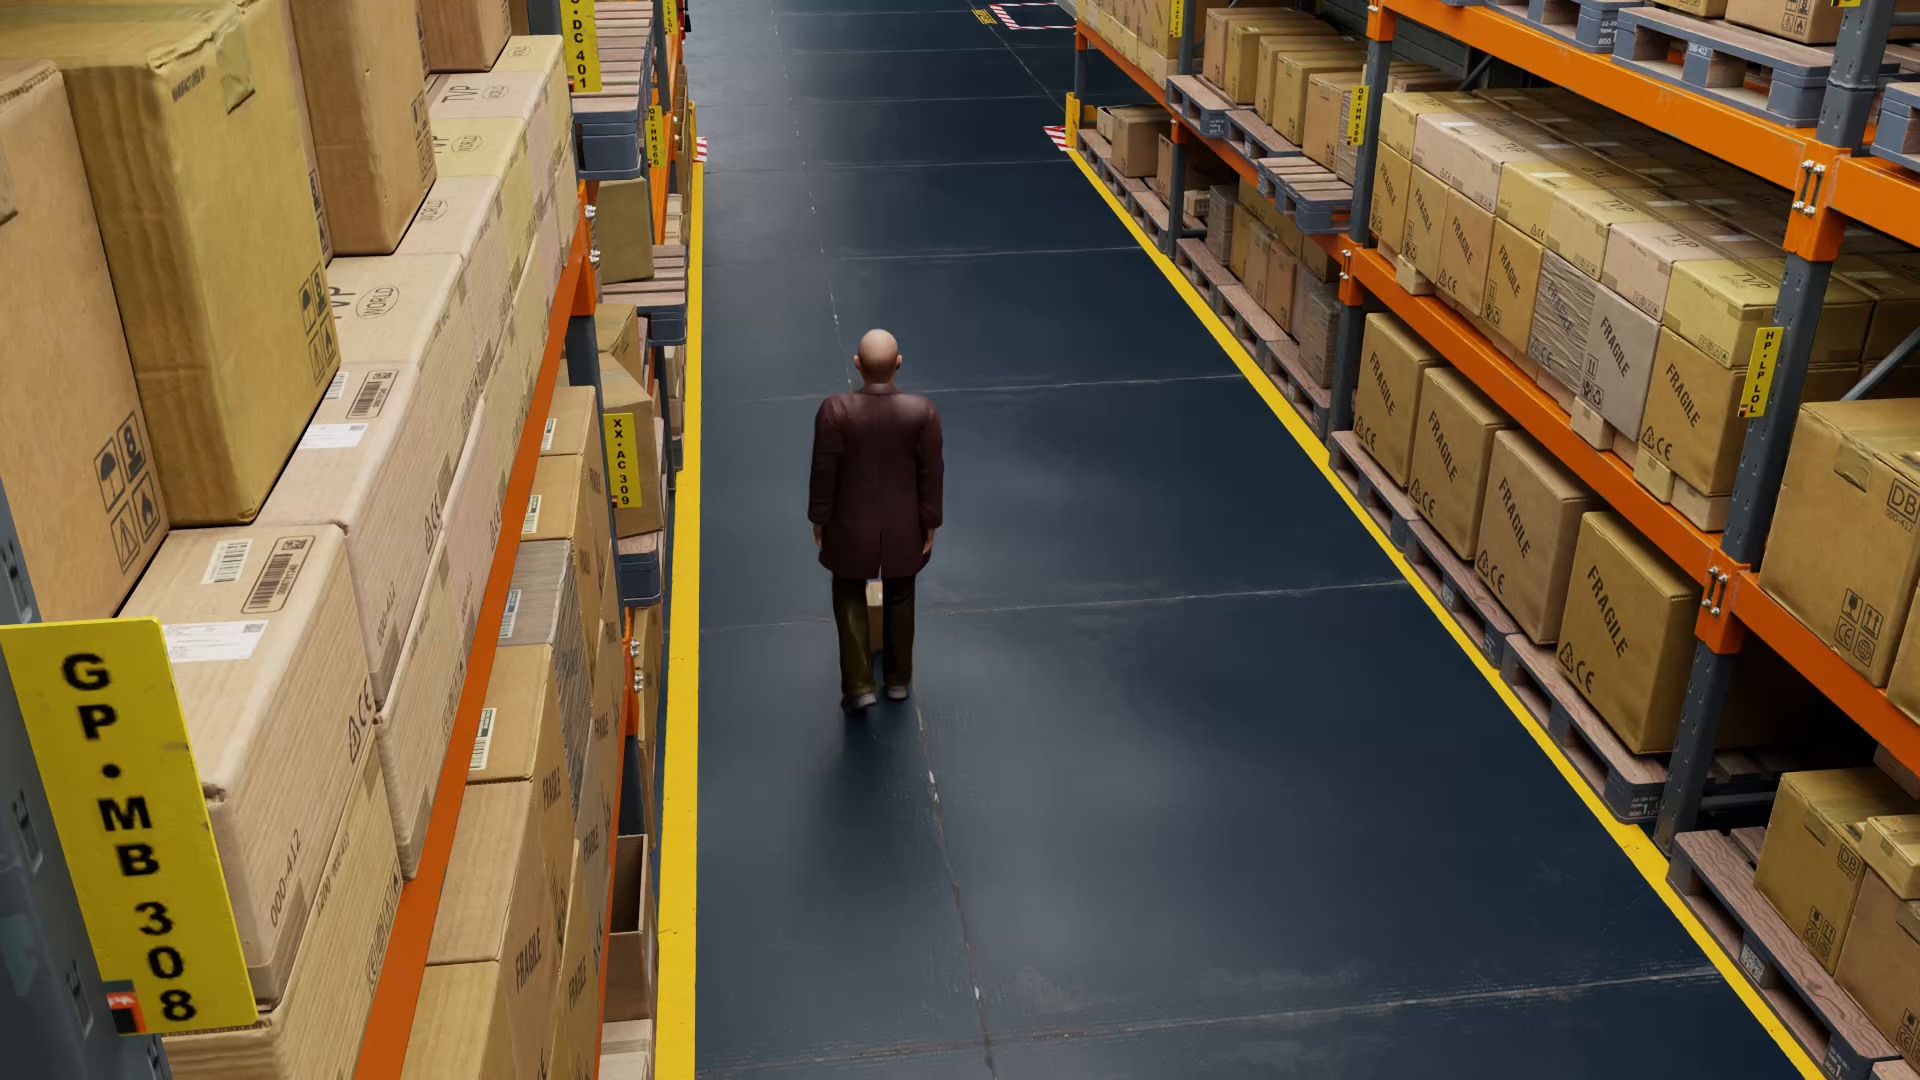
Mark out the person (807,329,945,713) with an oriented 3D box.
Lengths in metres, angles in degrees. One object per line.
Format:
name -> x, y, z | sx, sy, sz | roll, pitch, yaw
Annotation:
person -> -0.372, -0.048, 7.320 | 0.595, 1.867, 0.551 | -3, 27, -6
